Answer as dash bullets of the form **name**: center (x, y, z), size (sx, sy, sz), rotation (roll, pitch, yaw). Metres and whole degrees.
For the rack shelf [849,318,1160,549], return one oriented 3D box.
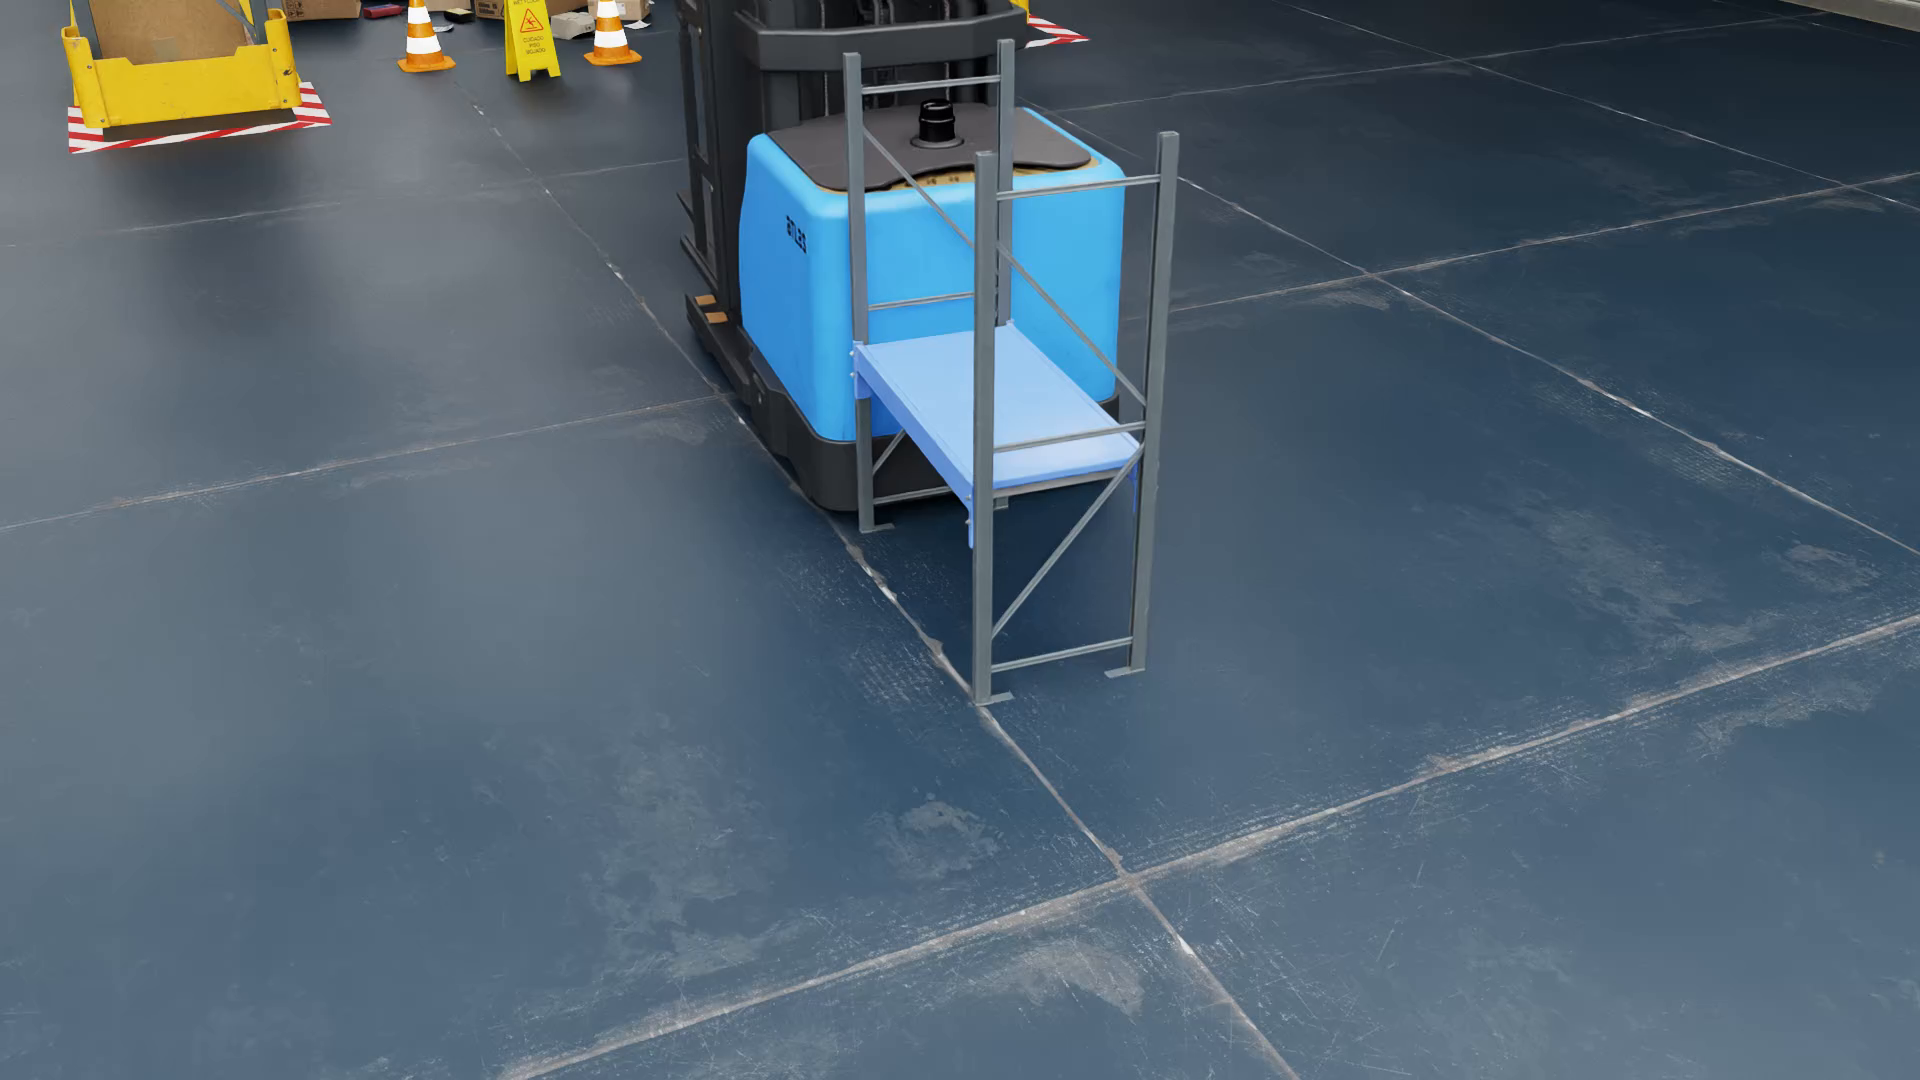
- **rack shelf**: center (0.094, -0.330, 4.672), size (0.538, 0.185, 1.000), rotation (-10, 31, -18)

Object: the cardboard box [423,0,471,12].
- **cardboard box**: center (-3.803, -4.034, 12.172), size (0.396, 0.266, 0.258), rotation (-8, 30, -13)

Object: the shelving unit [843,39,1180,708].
- **shelving unit**: center (0.094, -0.487, 4.584), size (0.538, 1.500, 1.048), rotation (-10, 31, -18)

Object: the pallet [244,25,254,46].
- **pallet**: center (-4.901, -2.952, 10.299), size (1.003, 0.211, 1.213), rotation (-13, 32, -22)

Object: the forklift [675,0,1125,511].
- **forklift**: center (-0.462, -2.074, 5.952), size (1.130, 2.935, 3.031), rotation (-10, 31, -18)

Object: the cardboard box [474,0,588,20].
- **cardboard box**: center (-3.100, -4.071, 11.996), size (0.637, 0.503, 0.797), rotation (13, 32, 21)

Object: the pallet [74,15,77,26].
- **pallet**: center (-5.420, -3.491, 11.259), size (1.003, 0.211, 1.213), rotation (-13, 32, -22)

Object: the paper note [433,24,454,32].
- **paper note**: center (-3.609, -3.567, 11.582), size (0.144, 0.017, 0.142), rotation (-3, 29, -5)

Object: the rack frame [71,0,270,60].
- **rack frame**: center (-4.487, -3.832, 9.017), size (1.000, 3.000, 0.127), rotation (-13, 32, -22)

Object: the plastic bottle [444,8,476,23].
- **plastic bottle**: center (-3.593, -3.751, 11.877), size (0.283, 0.061, 0.133), rotation (26, 38, 38)

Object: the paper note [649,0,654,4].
- **paper note**: center (-2.307, -4.010, 12.391), size (0.032, 0.001, 0.123), rotation (-13, 32, -22)

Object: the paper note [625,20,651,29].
- **paper note**: center (-2.263, -3.621, 11.675), size (0.142, 0.019, 0.148), rotation (26, 38, 38)

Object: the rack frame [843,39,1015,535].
- **rack frame**: center (-0.083, -0.720, 5.000), size (0.500, 1.500, 0.032), rotation (-10, 31, -18)

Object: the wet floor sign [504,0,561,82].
- **wet floor sign**: center (-2.686, -3.208, 10.311), size (0.267, 0.644, 0.232), rotation (-19, 35, -30)

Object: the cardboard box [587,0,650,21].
- **cardboard box**: center (-2.446, -3.827, 11.923), size (0.380, 0.149, 0.250), rotation (2, 29, 4)

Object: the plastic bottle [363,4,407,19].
- **plastic bottle**: center (-4.146, -3.821, 12.001), size (0.133, 0.061, 0.283), rotation (26, 38, 38)

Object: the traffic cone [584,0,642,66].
- **traffic cone**: center (-2.266, -3.345, 10.743), size (0.336, 0.463, 0.334), rotation (-13, 32, -22)

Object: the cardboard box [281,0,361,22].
- **cardboard box**: center (-4.611, -4.039, 11.940), size (0.500, 0.500, 0.500), rotation (-8, 30, -13)

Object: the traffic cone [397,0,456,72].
- **traffic cone**: center (-3.432, -3.258, 10.587), size (0.336, 0.463, 0.334), rotation (-13, 32, -22)

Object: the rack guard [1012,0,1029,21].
- **rack guard**: center (-0.092, -3.859, 11.621), size (1.175, 0.500, 0.348), rotation (-13, 32, -22)

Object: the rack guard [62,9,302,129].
- **rack guard**: center (-4.476, -2.731, 9.609), size (1.175, 0.500, 0.348), rotation (-13, 32, -22)

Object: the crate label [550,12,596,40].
- **crate label**: center (-2.659, -3.537, 11.418), size (0.298, 0.136, 0.250), rotation (19, 34, 30)

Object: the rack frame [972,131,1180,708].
- **rack frame**: center (0.272, -0.254, 4.169), size (0.500, 1.500, 0.032), rotation (-10, 31, -18)

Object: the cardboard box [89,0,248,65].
- **cardboard box**: center (-4.837, -3.374, 9.943), size (0.875, 0.875, 0.875), rotation (-13, 32, -22)
